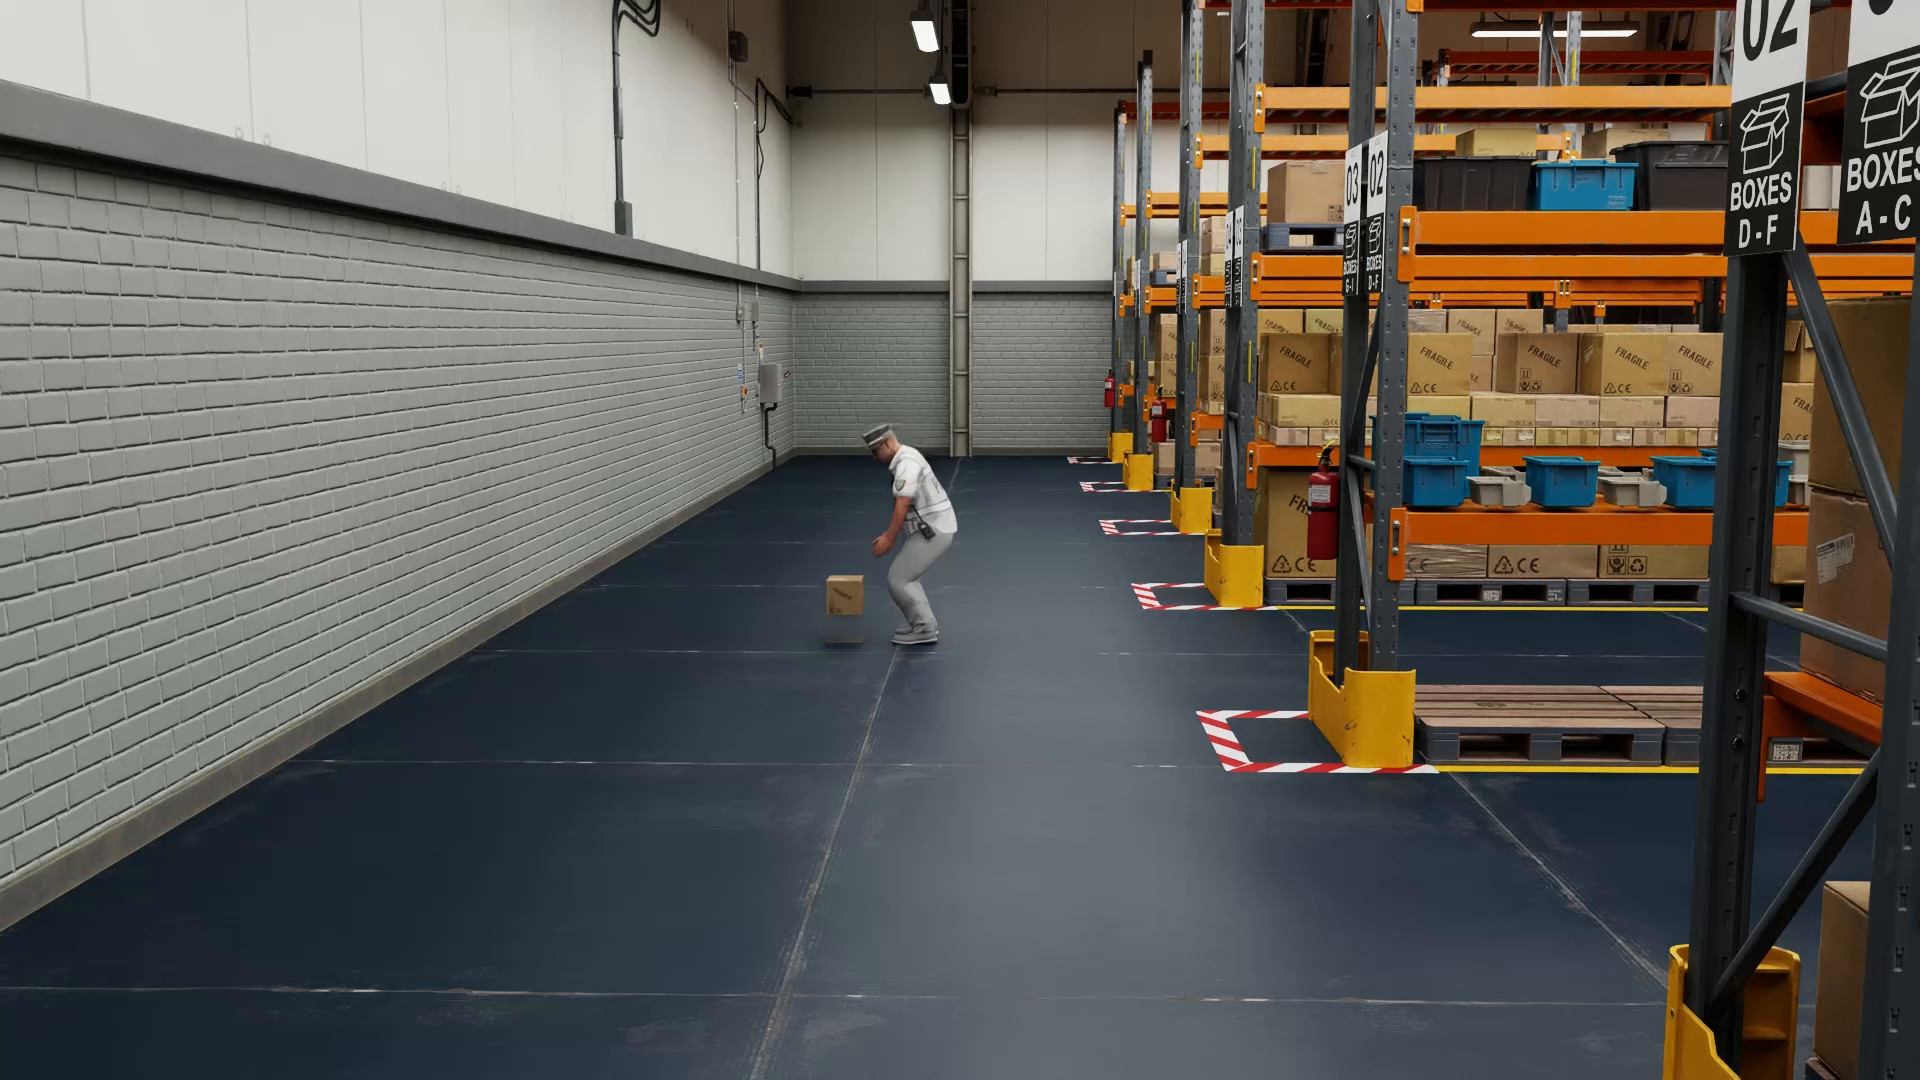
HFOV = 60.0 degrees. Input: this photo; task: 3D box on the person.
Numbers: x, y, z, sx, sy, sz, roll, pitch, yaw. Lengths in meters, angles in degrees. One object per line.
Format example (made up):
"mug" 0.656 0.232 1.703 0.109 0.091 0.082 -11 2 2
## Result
"person" -0.361 -0.046 11.877 0.682 1.572 0.584 0 7 2
